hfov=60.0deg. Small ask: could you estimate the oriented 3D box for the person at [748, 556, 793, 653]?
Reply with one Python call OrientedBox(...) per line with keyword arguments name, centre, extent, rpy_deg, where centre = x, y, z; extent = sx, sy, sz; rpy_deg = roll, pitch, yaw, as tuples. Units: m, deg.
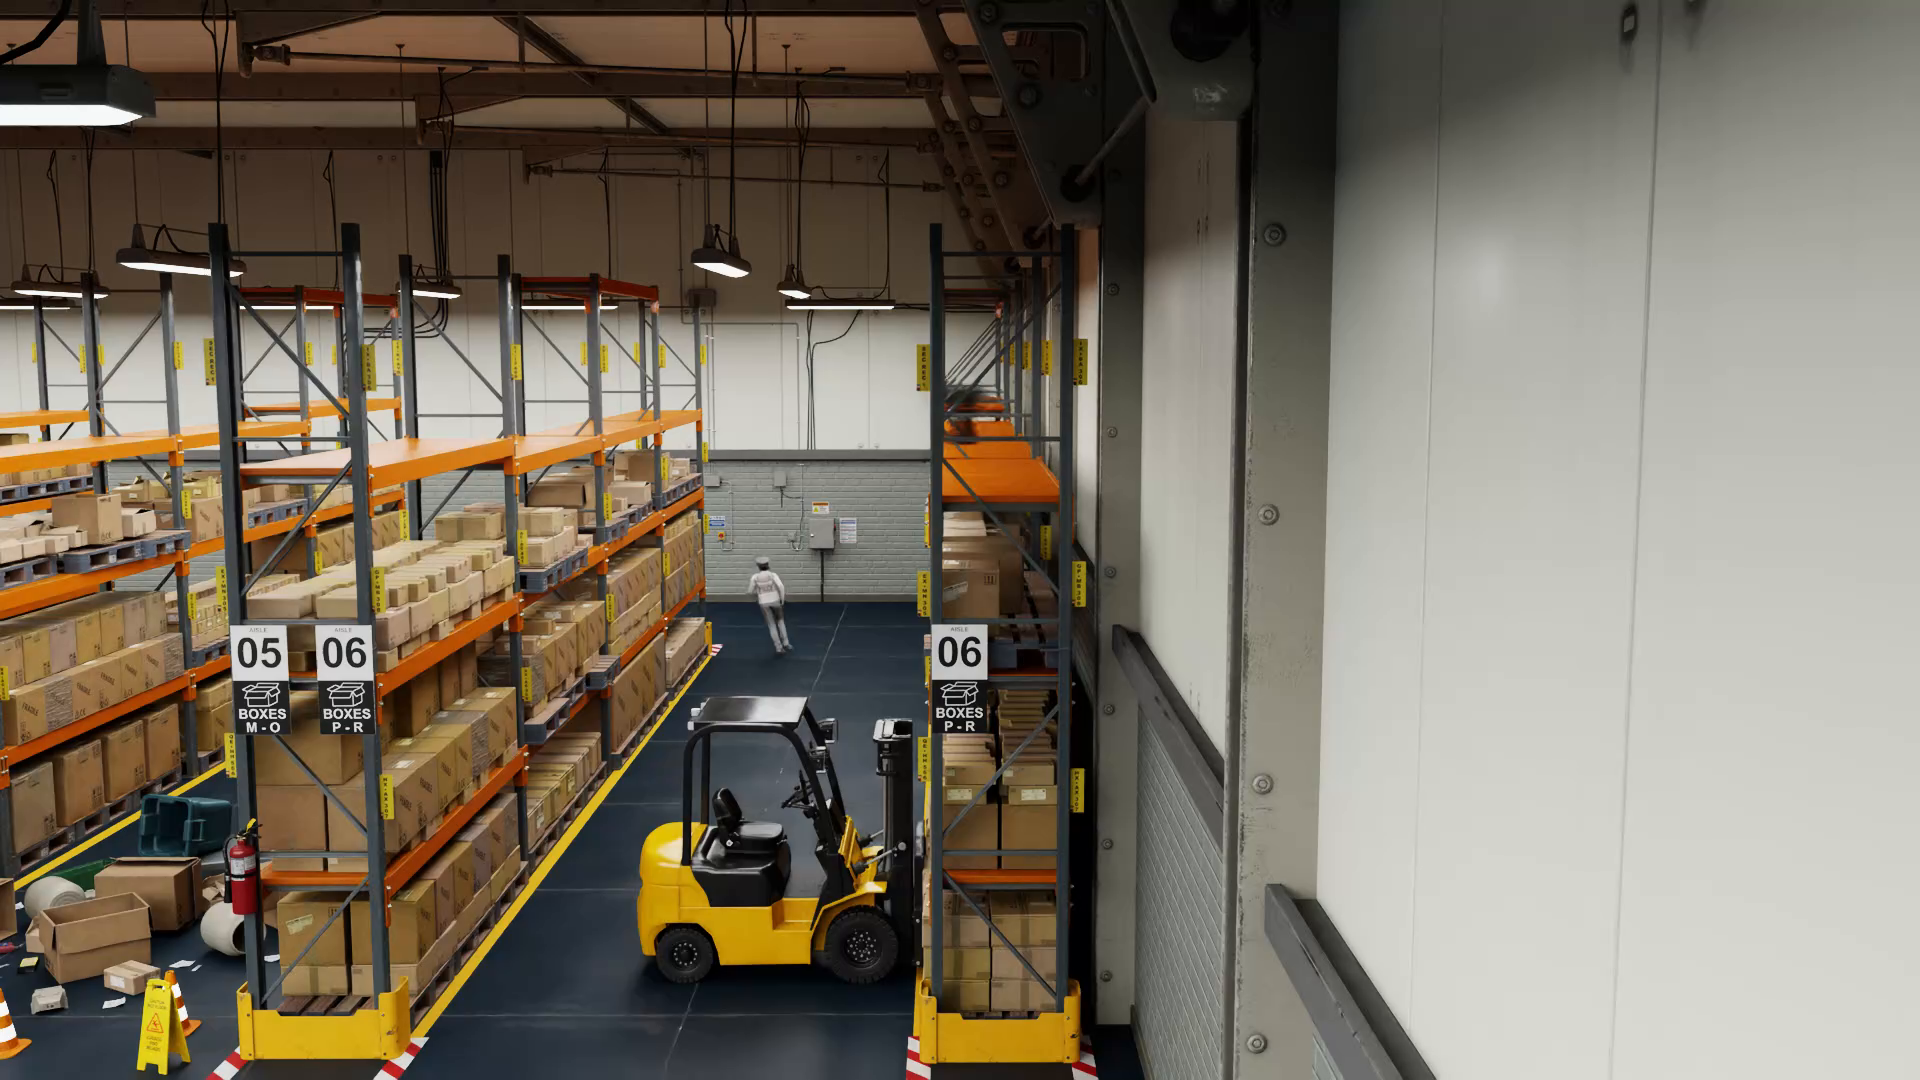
OrientedBox(name="person", centre=(-3.166, 1.107, 27.884), extent=(0.771, 1.638, 0.734), rpy_deg=(-1, 7, -10))
